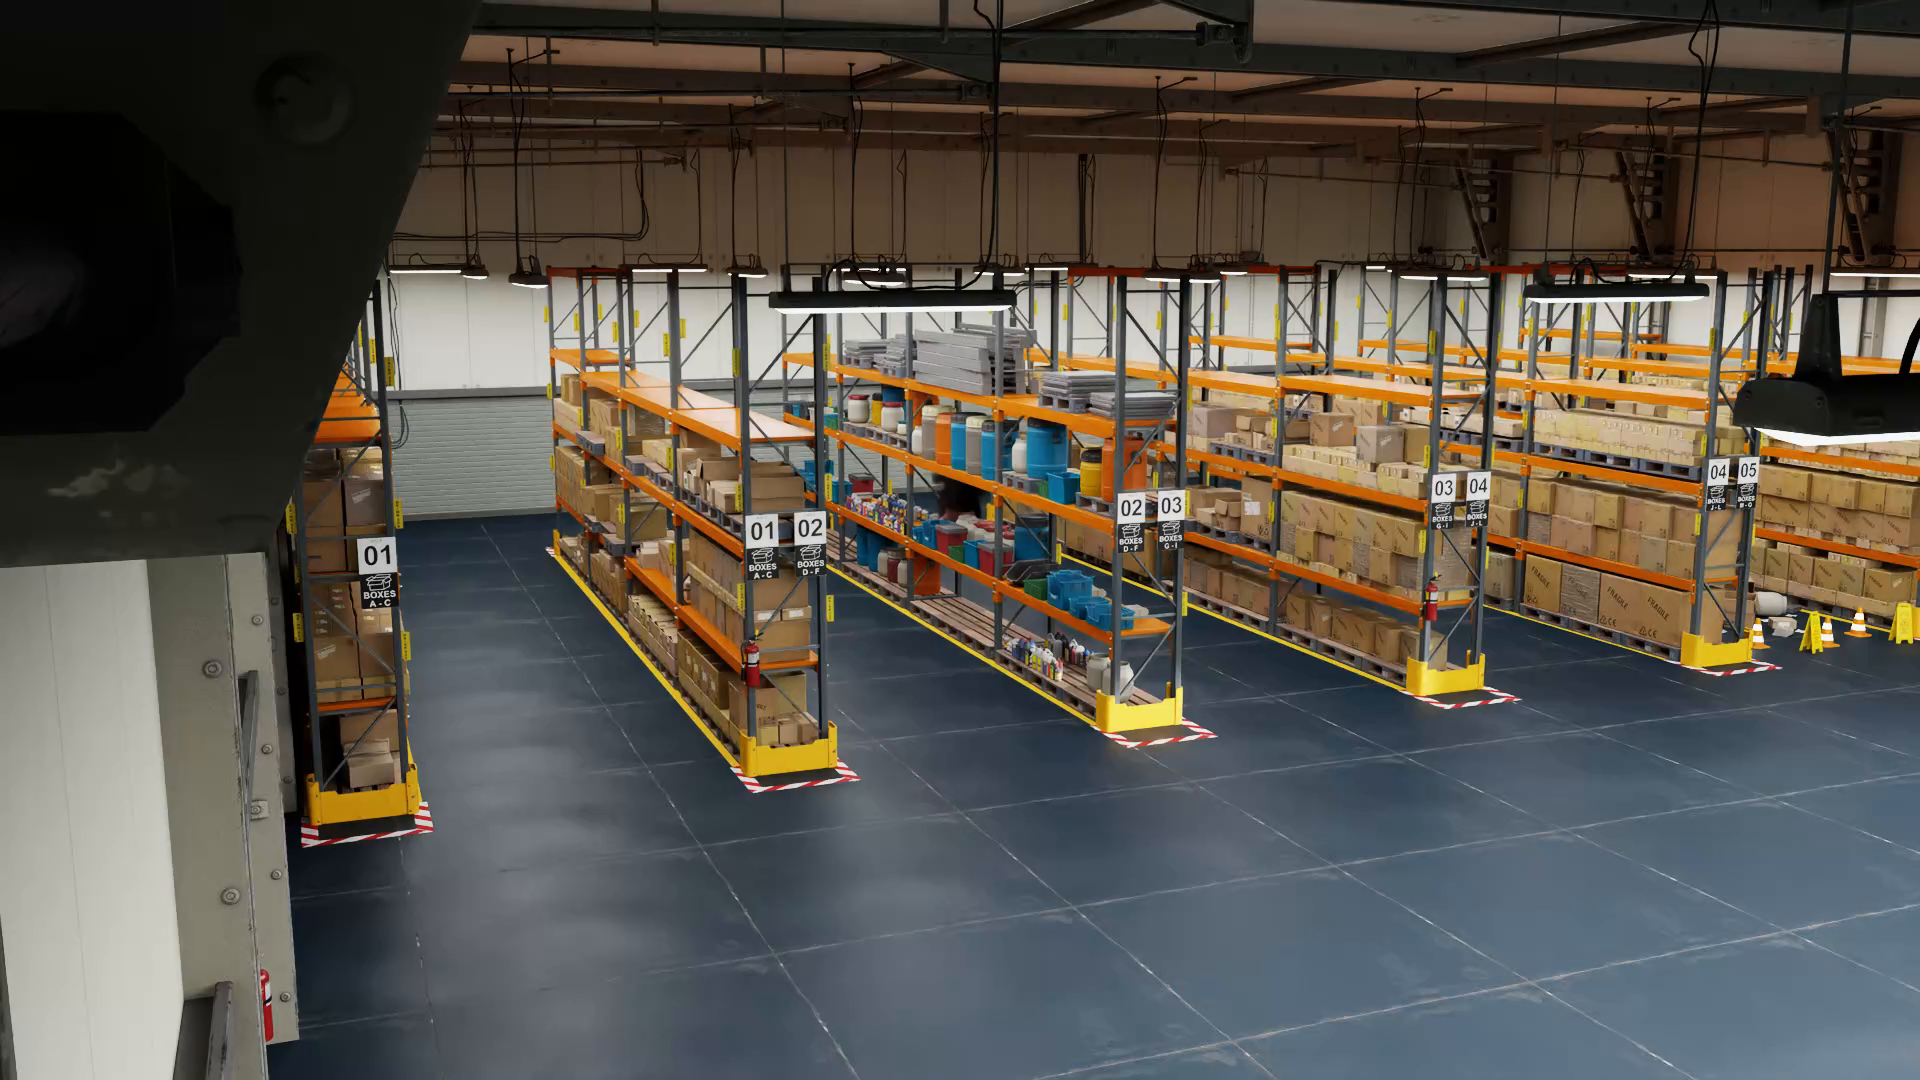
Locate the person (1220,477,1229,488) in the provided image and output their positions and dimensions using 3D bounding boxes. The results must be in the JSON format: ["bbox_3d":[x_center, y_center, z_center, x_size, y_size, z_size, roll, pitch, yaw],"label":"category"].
[{"bbox_3d":[6.610,-1.689,41.680,0.622,1.608,0.858,-7,12,-36],"label":"person"}]
